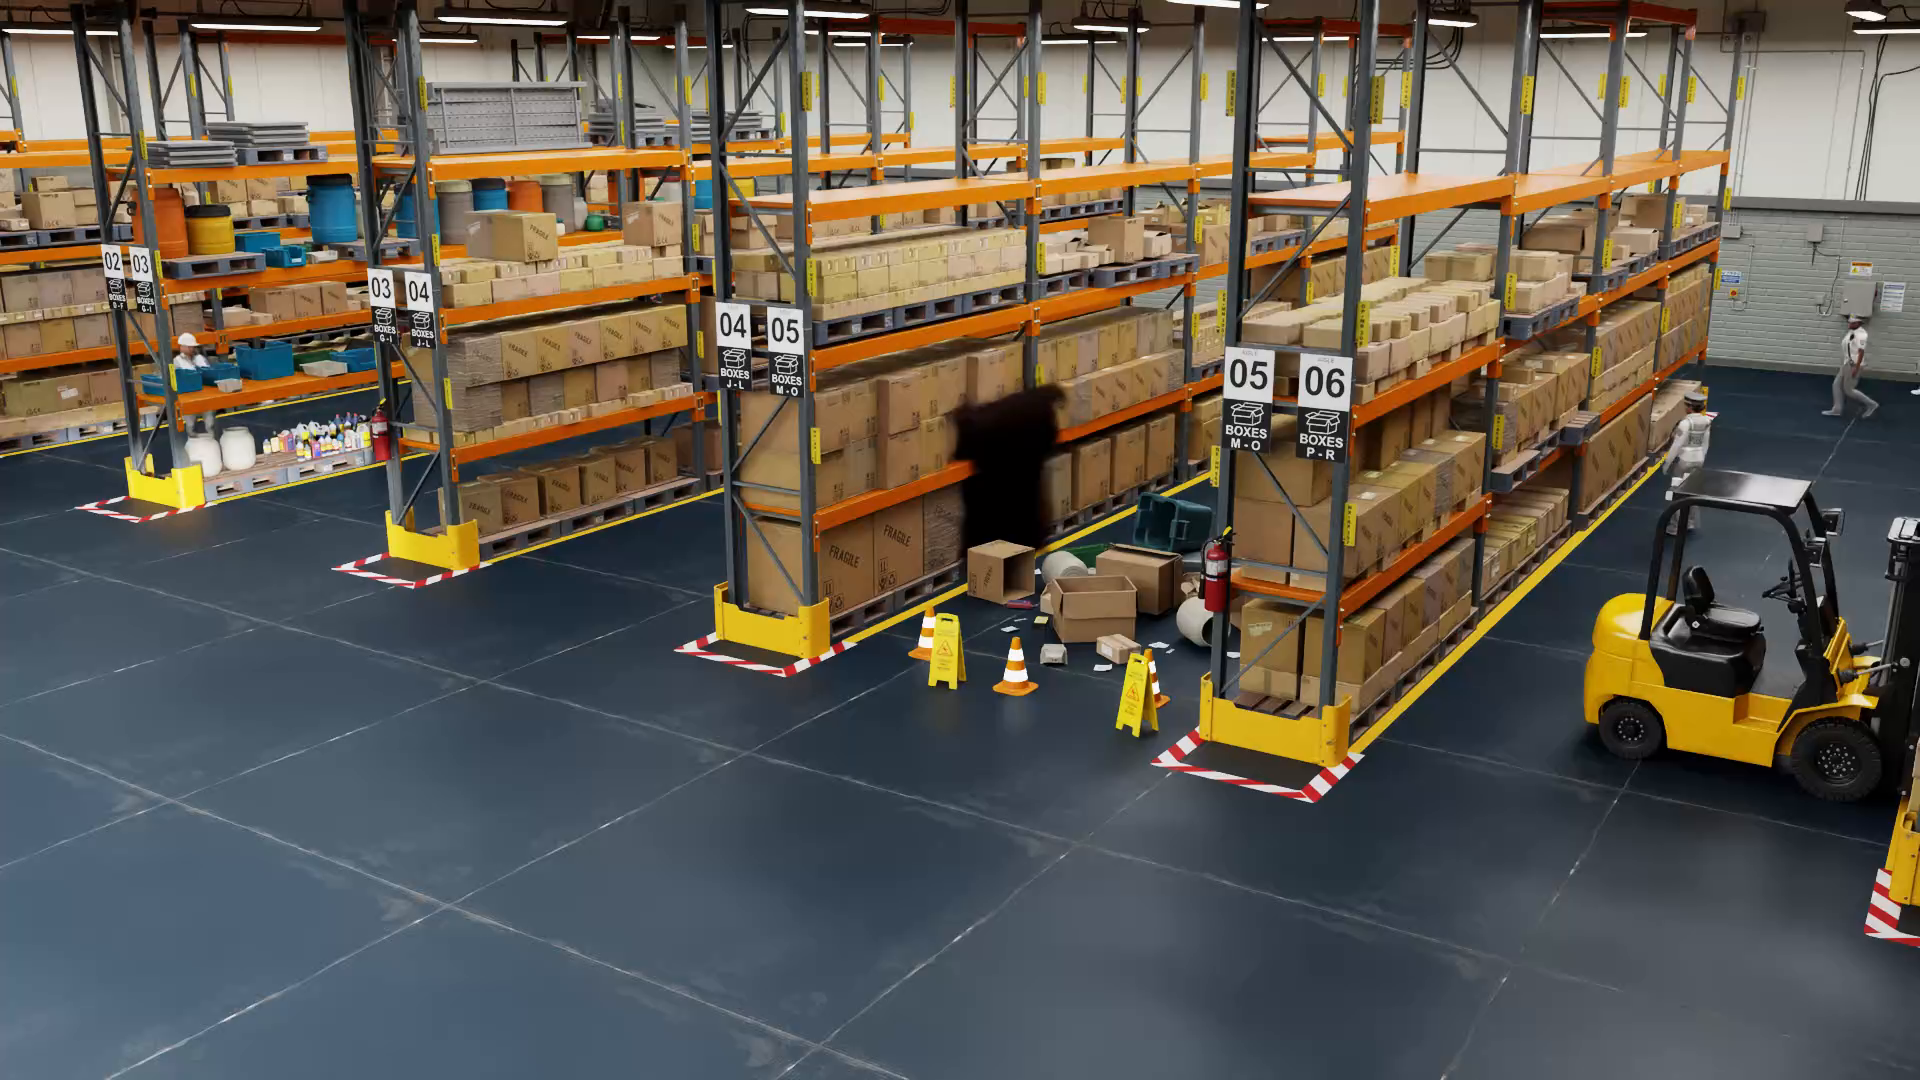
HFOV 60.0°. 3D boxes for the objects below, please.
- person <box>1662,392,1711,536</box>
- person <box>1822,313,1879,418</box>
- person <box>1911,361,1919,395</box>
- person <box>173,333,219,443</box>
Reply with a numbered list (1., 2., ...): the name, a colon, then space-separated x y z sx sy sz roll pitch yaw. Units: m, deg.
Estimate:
1. person: 8.412 -0.877 19.348 0.559 1.680 0.422 -9 18 -30
2. person: 13.943 -2.716 25.863 0.777 1.632 0.461 8 18 28
3. person: 16.259 -3.224 27.665 0.536 1.658 0.447 5 16 18
4. person: -10.556 -1.941 22.958 0.606 1.818 0.511 -6 17 -20
